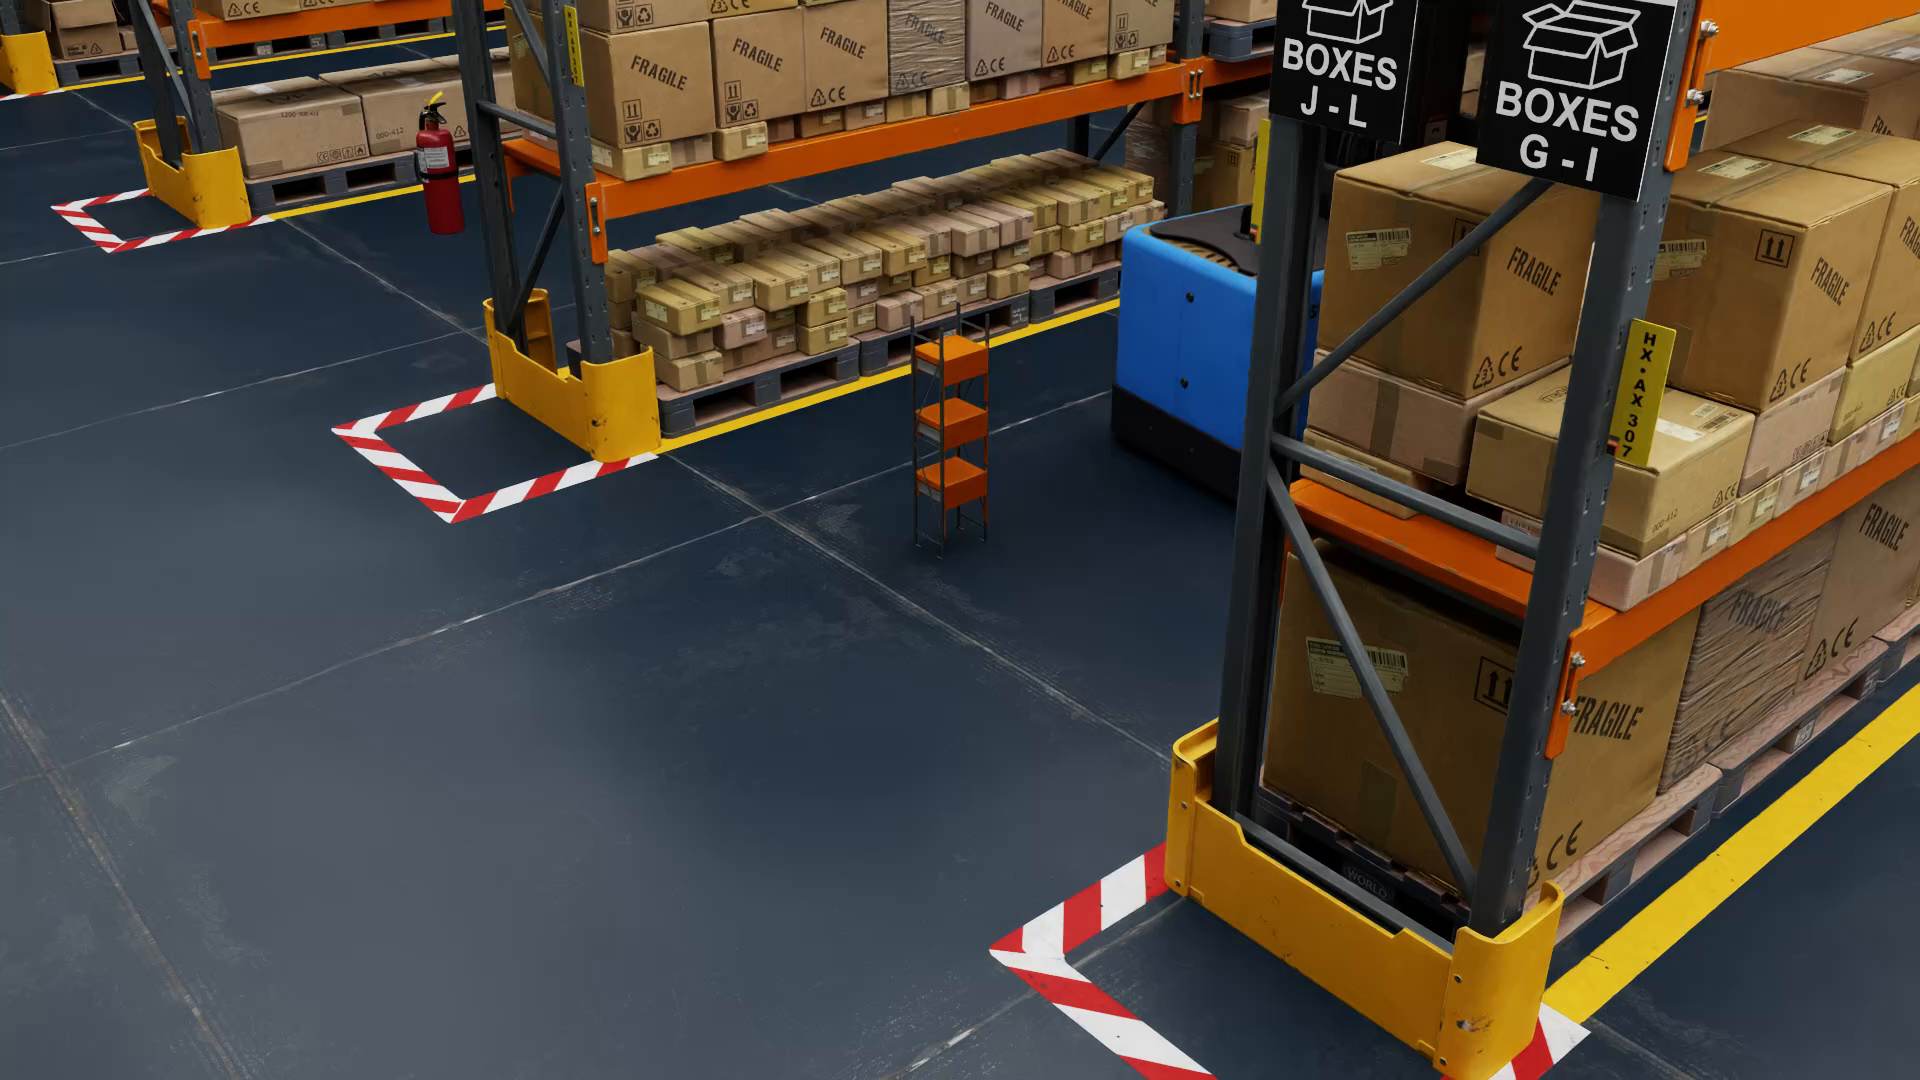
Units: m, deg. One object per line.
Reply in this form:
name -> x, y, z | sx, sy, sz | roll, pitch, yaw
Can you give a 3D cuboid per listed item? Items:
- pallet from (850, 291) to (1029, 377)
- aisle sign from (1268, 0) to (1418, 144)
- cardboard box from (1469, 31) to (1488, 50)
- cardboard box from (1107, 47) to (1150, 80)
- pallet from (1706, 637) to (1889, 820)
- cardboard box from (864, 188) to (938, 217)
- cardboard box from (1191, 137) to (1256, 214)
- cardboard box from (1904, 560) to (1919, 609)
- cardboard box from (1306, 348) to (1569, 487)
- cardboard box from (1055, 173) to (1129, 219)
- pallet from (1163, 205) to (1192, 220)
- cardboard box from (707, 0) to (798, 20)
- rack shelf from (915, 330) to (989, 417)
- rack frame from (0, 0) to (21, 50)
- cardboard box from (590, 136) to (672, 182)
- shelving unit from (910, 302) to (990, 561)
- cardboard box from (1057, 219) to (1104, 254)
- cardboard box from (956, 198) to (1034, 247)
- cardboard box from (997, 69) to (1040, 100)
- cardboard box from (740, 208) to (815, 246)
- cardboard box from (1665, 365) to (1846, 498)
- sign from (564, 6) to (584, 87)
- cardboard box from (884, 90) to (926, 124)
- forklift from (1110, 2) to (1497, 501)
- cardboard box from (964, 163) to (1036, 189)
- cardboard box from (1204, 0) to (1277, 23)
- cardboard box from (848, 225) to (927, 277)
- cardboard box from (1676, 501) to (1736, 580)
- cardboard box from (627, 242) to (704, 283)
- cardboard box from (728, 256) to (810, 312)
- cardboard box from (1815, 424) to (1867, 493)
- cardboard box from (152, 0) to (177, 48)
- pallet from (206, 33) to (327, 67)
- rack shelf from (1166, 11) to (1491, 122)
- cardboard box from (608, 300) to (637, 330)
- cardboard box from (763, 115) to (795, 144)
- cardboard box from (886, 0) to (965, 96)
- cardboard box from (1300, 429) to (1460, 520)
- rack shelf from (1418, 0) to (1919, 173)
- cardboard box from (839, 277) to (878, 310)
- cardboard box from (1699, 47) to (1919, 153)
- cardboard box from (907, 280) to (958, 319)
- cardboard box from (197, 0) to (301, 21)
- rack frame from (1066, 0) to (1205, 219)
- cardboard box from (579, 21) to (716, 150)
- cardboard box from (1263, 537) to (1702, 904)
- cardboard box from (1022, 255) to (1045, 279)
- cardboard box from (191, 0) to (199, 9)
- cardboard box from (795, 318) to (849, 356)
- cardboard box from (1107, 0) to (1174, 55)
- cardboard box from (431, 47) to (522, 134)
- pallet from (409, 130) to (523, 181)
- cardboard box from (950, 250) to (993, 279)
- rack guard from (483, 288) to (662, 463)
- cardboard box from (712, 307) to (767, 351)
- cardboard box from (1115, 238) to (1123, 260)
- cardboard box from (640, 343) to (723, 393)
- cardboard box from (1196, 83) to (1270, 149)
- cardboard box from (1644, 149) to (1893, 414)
pallet -> -0.372, -1.316, 9.489 | 1.213, 0.211, 1.003 | -22, 35, -35
aisle sign -> 0.895, -1.338, 3.813 | 0.004, 0.787, 0.394 | -22, 35, -35
cardboard box -> 3.738, -3.473, 11.977 | 0.500, 0.250, 0.500 | -23, 36, -36
cardboard box -> 0.854, -2.739, 9.460 | 0.250, 0.149, 0.380 | -23, 36, -36
pallet -> 2.629, 0.480, 6.128 | 1.213, 0.211, 1.003 | -22, 35, -35
cardboard box -> -0.344, -1.891, 9.553 | 0.250, 0.149, 0.380 | -24, 36, -37
cardboard box -> 1.779, -2.353, 10.677 | 0.500, 0.500, 0.500 | -20, 34, -33
cardboard box -> 3.633, -0.405, 6.633 | 0.875, 0.875, 0.875 | -22, 35, -35
cardboard box -> 1.341, -0.415, 4.687 | 0.500, 0.250, 0.500 | -23, 35, -36
cardboard box -> 0.774, -2.035, 9.823 | 0.250, 0.149, 0.380 | -21, 35, -34
pallet -> 1.636, -2.148, 11.045 | 1.213, 0.211, 1.003 | -22, 35, -35
cardboard box -> -1.105, -2.731, 7.694 | 0.500, 0.500, 0.500 | -21, 34, -34
rack shelf -> -0.041, -0.688, 6.843 | 0.240, 0.259, 0.215 | -22, 35, -35
rack frame -> -8.512, -5.438, 14.243 | 0.127, 3.000, 1.000 | -22, 35, -35
cardboard box -> -1.539, -1.786, 7.677 | 0.250, 0.149, 0.380 | -22, 35, -35
shelving unit -> -0.041, -0.447, 6.972 | 0.252, 1.050, 0.215 | -22, 35, -35
cardboard box -> 0.621, -1.812, 9.722 | 0.250, 0.149, 0.380 | -23, 36, -37
cardboard box -> 0.196, -1.789, 9.363 | 0.250, 0.149, 0.380 | -24, 36, -37
cardboard box -> 0.213, -2.515, 9.040 | 0.250, 0.149, 0.380 | -24, 36, -37
cardboard box -> -1.011, -1.698, 9.193 | 0.250, 0.149, 0.380 | -20, 34, -33
cardboard box -> 2.076, -0.383, 4.627 | 0.500, 0.250, 0.500 | -22, 35, -35
sign -> -1.646, -2.103, 7.084 | 0.005, 0.325, 0.100 | -22, 35, -35
cardboard box -> -0.385, -2.282, 8.604 | 0.250, 0.149, 0.380 | -20, 34, -33
forklift -> 2.255, -1.968, 7.823 | 3.031, 2.935, 1.130 | -17, 32, -28
cardboard box -> 0.240, -2.140, 10.020 | 0.250, 0.149, 0.380 | -22, 35, -36
cardboard box -> 1.643, -3.169, 9.819 | 0.250, 0.149, 0.380 | -24, 36, -37
cardboard box -> -0.391, -1.554, 8.923 | 0.250, 0.149, 0.380 | -21, 35, -34
cardboard box -> 1.823, -0.065, 4.455 | 0.250, 0.149, 0.380 | -22, 35, -36
cardboard box -> -1.532, -1.415, 8.663 | 0.250, 0.149, 0.380 | -21, 35, -34
cardboard box -> -0.973, -1.303, 8.453 | 0.250, 0.149, 0.380 | -22, 35, -35
cardboard box -> 2.409, -0.301, 4.897 | 0.250, 0.149, 0.380 | -23, 36, -36
cardboard box -> -7.310, -4.922, 15.483 | 0.500, 0.500, 0.700 | -20, 34, -33
pallet -> -6.921, -4.847, 16.096 | 1.213, 0.211, 1.003 | -22, 35, -35
rack shelf -> 2.566, -3.434, 11.256 | 4.000, 0.370, 1.077 | -22, 35, -35
cardboard box -> -1.782, -1.238, 8.648 | 0.250, 0.149, 0.380 | -23, 36, -36
cardboard box -> -1.025, -2.071, 8.208 | 0.250, 0.149, 0.380 | -20, 34, -33
cardboard box -> -0.322, -2.605, 8.521 | 0.500, 0.500, 0.500 | -23, 36, -36
cardboard box -> 1.201, -0.222, 4.750 | 0.250, 0.149, 0.380 | -21, 35, -34
rack shelf -> 2.666, -1.724, 4.873 | 4.000, 0.370, 1.077 | -22, 35, -35
cardboard box -> -0.654, -1.368, 8.890 | 0.250, 0.149, 0.380 | -24, 36, -37
cardboard box -> 2.884, -1.362, 5.664 | 0.500, 0.500, 0.500 | -23, 36, -36
cardboard box -> -0.224, -1.367, 9.204 | 0.250, 0.149, 0.380 | -22, 35, -35
cardboard box -> -4.736, -3.747, 10.974 | 0.500, 0.500, 0.500 | -22, 35, -35
rack frame -> 1.045, -3.139, 9.942 | 0.127, 3.000, 1.000 | -22, 35, -35
cardboard box -> -1.477, -2.129, 7.630 | 0.500, 0.500, 0.500 | -20, 34, -33
cardboard box -> 1.579, 0.421, 5.088 | 0.875, 0.875, 0.875 | -22, 35, -35
cardboard box -> 0.277, -1.634, 9.705 | 0.250, 0.149, 0.380 | -23, 36, -36
cardboard box -> -5.093, -3.946, 11.345 | 0.500, 0.500, 0.500 | -22, 35, -35
cardboard box -> -0.796, -1.116, 8.734 | 0.250, 0.149, 0.380 | -21, 35, -34
cardboard box -> 0.860, -3.065, 9.381 | 0.500, 0.500, 0.500 | -22, 35, -35
cardboard box -> -3.473, -3.511, 12.910 | 0.875, 0.438, 0.875 | -23, 36, -36
pallet -> -3.803, -3.073, 12.777 | 1.213, 0.211, 1.003 | -22, 35, -35
cardboard box -> -0.031, -1.611, 9.346 | 0.250, 0.149, 0.380 | -24, 36, -37
rack guard -> -1.940, -0.836, 8.284 | 0.348, 0.500, 1.175 | -22, 35, -35
cardboard box -> -1.188, -1.106, 8.401 | 0.250, 0.149, 0.380 | -22, 35, -35
cardboard box -> 0.967, -1.825, 10.061 | 0.250, 0.149, 0.380 | -21, 35, -34
cardboard box -> -1.392, -0.889, 8.310 | 0.250, 0.149, 0.380 | -21, 35, -34
cardboard box -> 1.778, -2.684, 10.501 | 0.500, 0.250, 0.500 | -24, 36, -37
cardboard box -> 2.065, -0.705, 4.434 | 0.500, 0.500, 0.500 | -23, 36, -36
